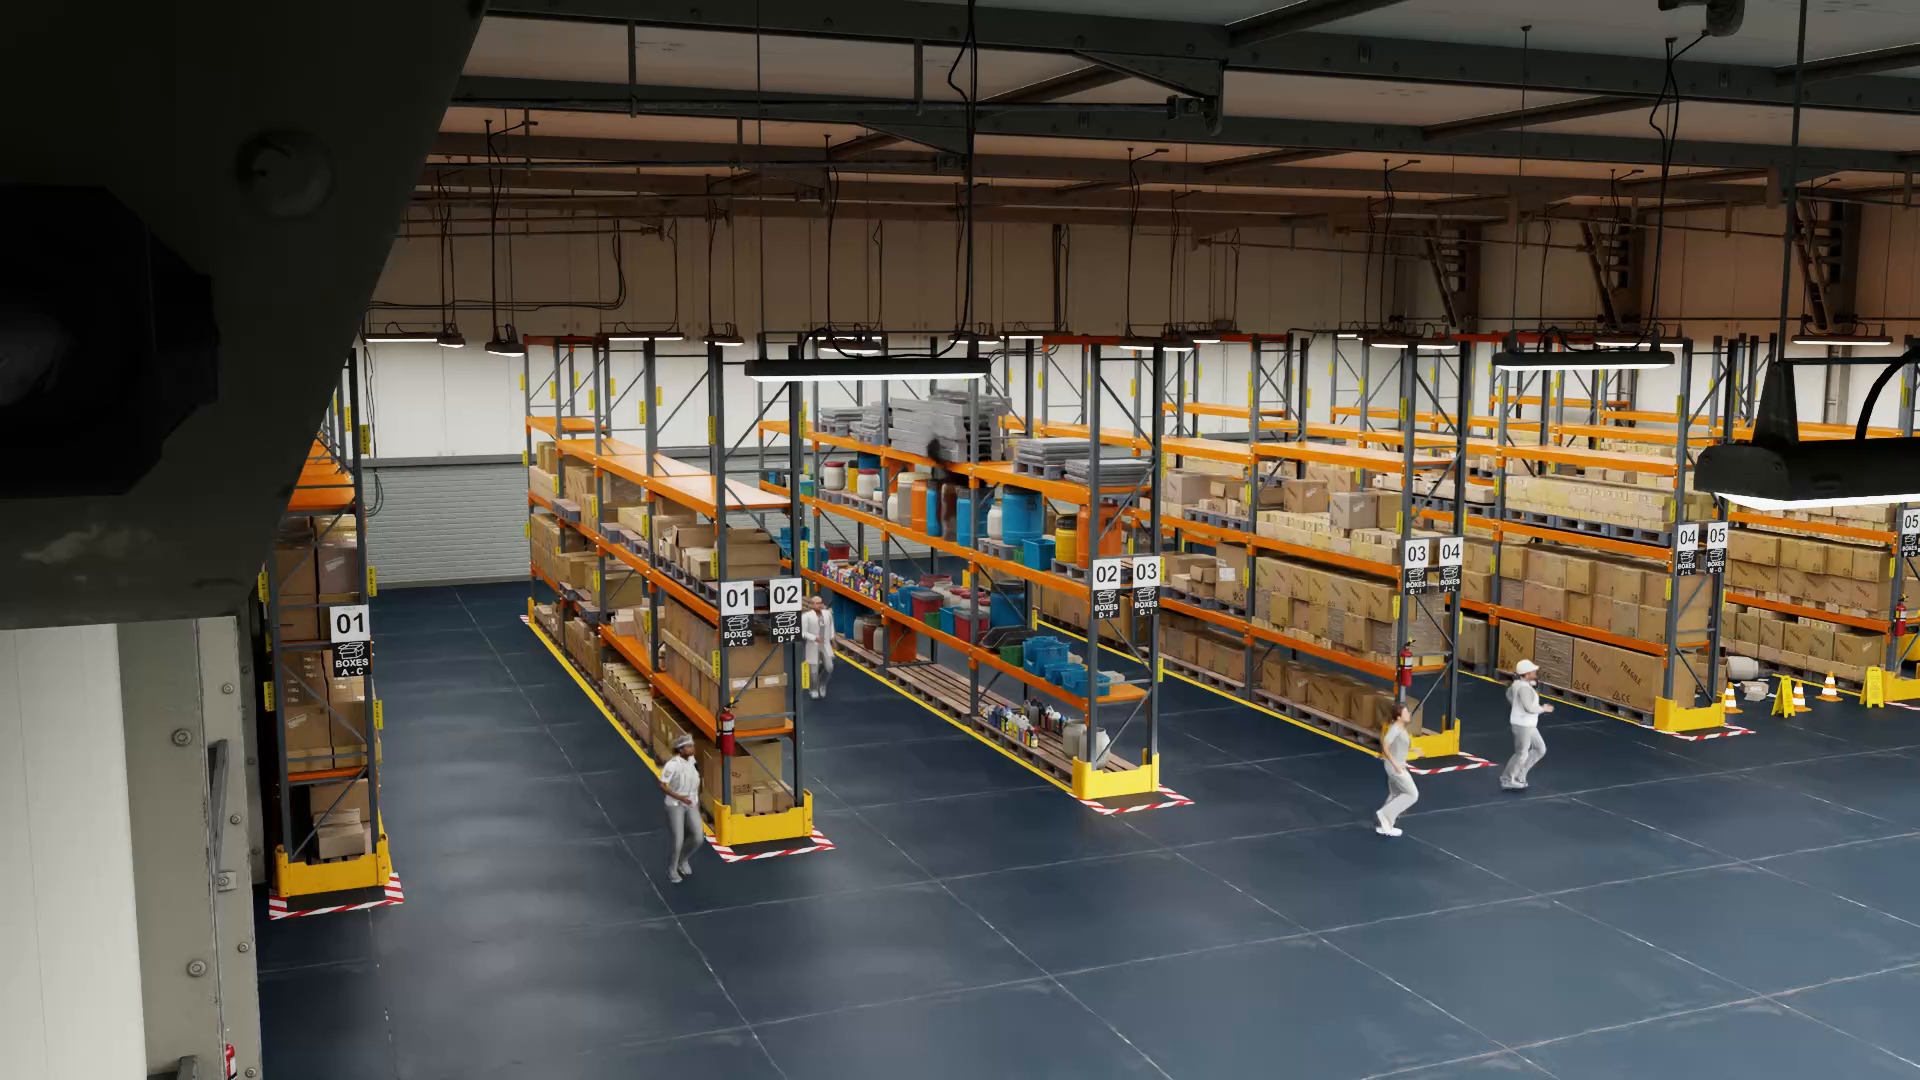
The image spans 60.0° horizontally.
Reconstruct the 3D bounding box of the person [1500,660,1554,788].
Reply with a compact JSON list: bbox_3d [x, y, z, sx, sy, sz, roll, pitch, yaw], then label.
[{"bbox_3d":[7.661,2.498,22.439,0.659,1.785,0.684,3,8,19],"label":"person"}]

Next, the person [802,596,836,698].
[{"bbox_3d":[-2.338,1.793,27.614,0.677,1.737,0.785,-4,8,-25],"label":"person"}]

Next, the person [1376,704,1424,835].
[{"bbox_3d":[5.414,2.814,20.431,0.558,1.637,0.551,2,8,12],"label":"person"}]

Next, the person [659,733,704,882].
[{"bbox_3d":[-3.129,3.026,18.929,0.598,1.642,0.517,-7,10,-41],"label":"person"}]
